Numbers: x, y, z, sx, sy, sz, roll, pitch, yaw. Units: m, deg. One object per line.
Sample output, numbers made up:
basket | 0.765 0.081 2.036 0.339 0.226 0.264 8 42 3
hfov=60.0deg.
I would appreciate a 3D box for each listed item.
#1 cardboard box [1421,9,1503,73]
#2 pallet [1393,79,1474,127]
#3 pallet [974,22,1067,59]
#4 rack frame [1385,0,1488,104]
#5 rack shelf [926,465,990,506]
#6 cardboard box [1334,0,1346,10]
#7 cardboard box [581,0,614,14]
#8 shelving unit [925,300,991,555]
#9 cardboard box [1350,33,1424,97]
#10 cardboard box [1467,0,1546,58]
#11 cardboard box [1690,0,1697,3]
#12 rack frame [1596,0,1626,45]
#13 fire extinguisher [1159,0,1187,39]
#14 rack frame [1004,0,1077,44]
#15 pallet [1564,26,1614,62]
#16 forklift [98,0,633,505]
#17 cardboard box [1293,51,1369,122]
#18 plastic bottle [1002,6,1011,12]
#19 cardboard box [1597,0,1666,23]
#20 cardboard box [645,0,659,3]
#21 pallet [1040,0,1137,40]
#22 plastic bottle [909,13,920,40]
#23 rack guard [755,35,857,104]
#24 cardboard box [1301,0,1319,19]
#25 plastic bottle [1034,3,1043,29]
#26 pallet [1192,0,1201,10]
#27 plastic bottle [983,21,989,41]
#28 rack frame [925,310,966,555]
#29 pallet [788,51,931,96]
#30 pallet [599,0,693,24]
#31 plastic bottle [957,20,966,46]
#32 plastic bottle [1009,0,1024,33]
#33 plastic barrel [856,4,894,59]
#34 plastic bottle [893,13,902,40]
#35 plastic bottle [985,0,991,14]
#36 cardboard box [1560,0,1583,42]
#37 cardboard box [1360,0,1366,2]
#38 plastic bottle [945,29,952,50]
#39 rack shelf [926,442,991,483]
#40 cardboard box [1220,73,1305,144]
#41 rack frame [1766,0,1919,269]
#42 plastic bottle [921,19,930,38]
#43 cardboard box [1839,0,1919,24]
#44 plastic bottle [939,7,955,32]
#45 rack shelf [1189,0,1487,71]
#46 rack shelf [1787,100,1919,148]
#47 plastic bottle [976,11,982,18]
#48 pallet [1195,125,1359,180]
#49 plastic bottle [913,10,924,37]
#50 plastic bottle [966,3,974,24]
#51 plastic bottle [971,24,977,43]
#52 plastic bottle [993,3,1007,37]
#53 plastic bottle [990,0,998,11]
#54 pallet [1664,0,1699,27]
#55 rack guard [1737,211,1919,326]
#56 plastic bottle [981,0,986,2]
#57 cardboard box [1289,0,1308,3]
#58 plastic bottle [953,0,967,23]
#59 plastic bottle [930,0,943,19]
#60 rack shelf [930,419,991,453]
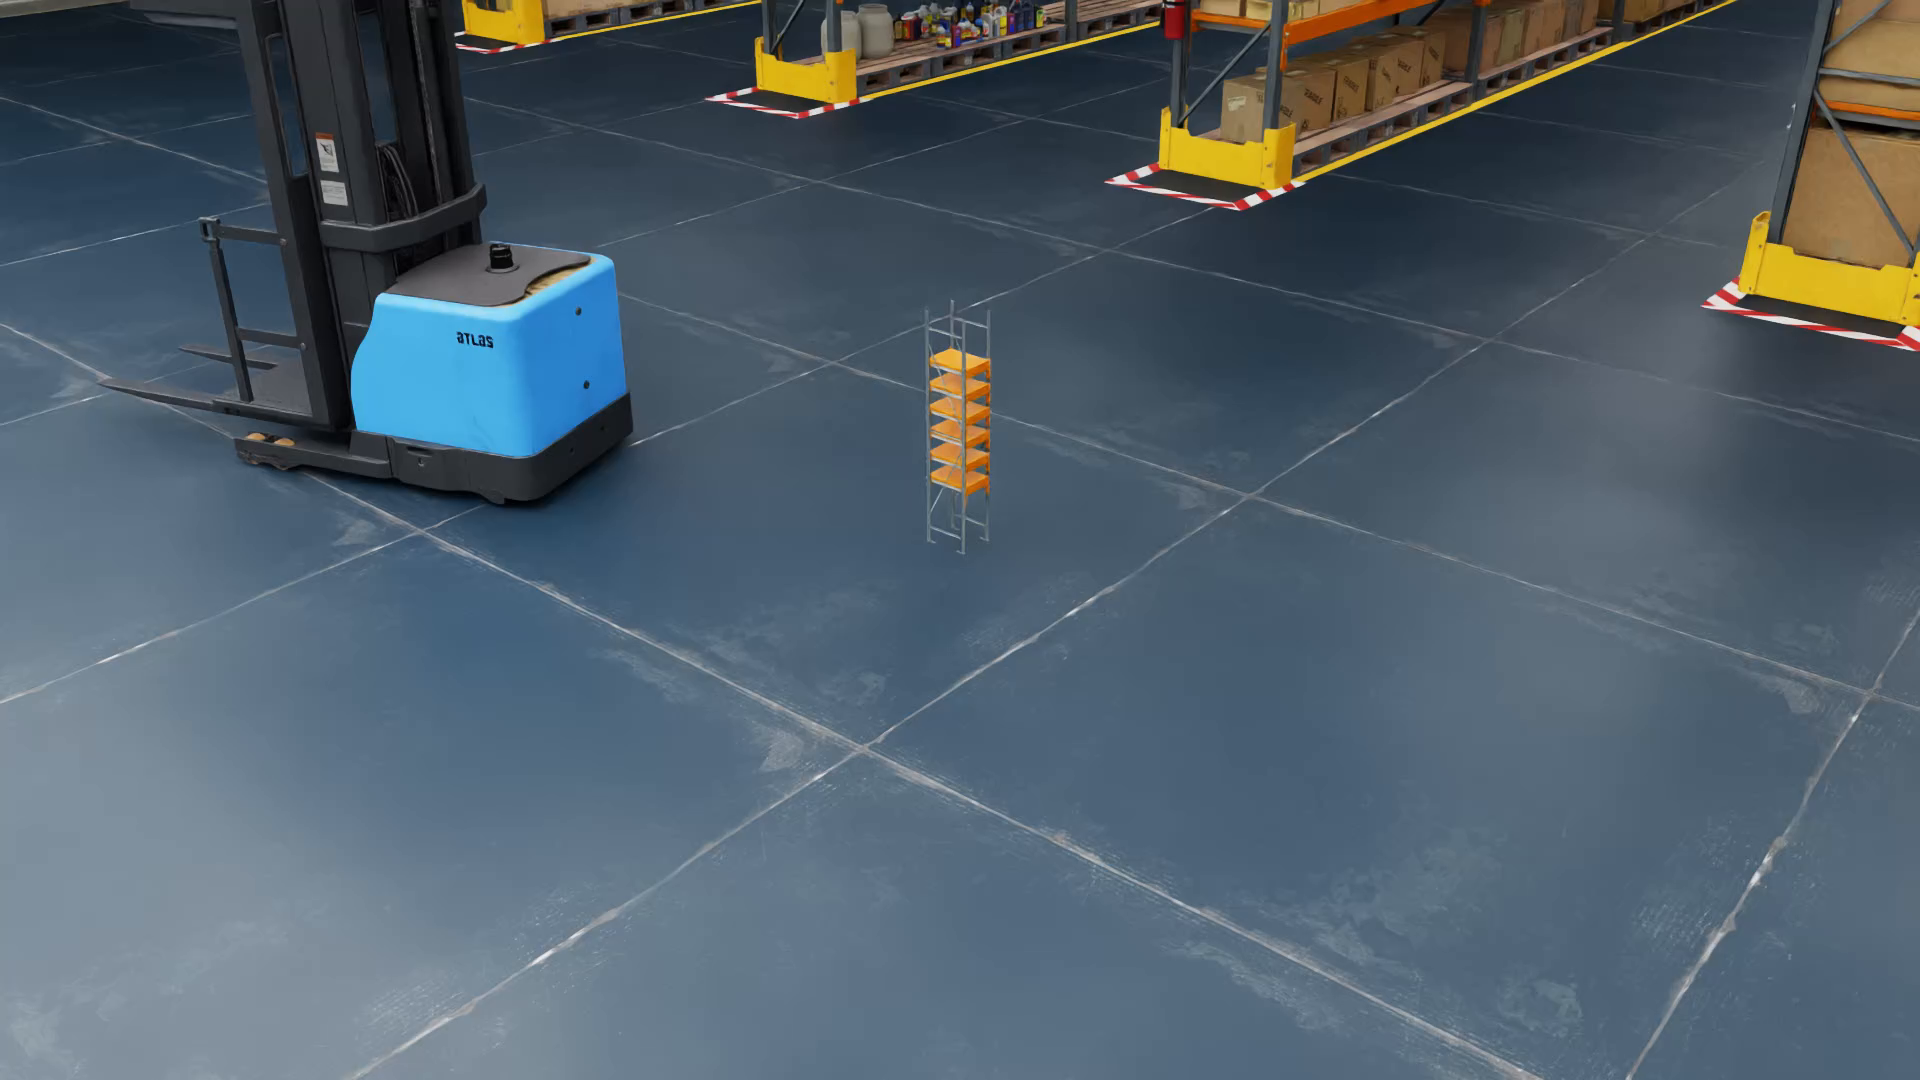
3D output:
cardboard box | 5.175 -5.171 17.223 0.700 0.500 0.500 18 32 31
pallet | 4.368 -4.387 16.501 1.003 0.211 1.213 21 34 34
pallet | 0.487 -5.857 19.343 1.003 0.211 1.213 21 34 34
rack frame | 4.768 -5.874 16.341 1.000 3.000 0.127 21 34 34
rack shelf | -0.009 -0.275 8.095 0.258 0.103 0.180 21 34 34
cardboard box | 3.076 -4.638 14.224 0.380 0.149 0.250 21 34 34
cardboard box | -4.590 -6.621 20.320 0.500 0.250 0.500 21 34 34
shelving unit | -0.009 -0.528 7.964 0.258 1.200 0.189 21 34 34
cardboard box | 4.124 -4.615 16.170 0.500 0.500 0.500 -16 31 -28
cardboard box | 5.849 -5.533 17.923 0.700 0.500 0.500 18 32 30
cardboard box | 8.897 -7.404 21.153 1.225 0.875 0.875 19 33 33
rack frame | 7.312 -7.293 19.082 1.000 3.000 0.127 21 34 34
fire extinguisher | 1.795 -4.516 13.799 0.296 0.674 0.183 21 34 34
rack frame | 0.946 -7.322 19.139 1.000 3.000 0.127 21 34 34
pallet | 6.814 -5.777 19.188 1.003 0.211 1.213 21 34 34
forklift | -3.392 -1.896 8.726 3.031 2.935 1.130 10 29 18
cardboard box | 3.400 -4.187 15.343 0.500 0.500 0.500 25 36 39
plastic bottle | 0.507 -5.961 18.994 0.152 0.276 0.135 21 34 34
cardboard box | 7.767 -6.774 19.935 1.225 0.875 0.875 19 33 32
cardboard box | -3.950 -6.974 21.003 0.500 0.250 0.500 21 34 34
pallet | 1.416 -6.373 20.340 1.003 0.211 1.213 21 34 34
plastic bottle | -0.504 -5.722 18.524 0.061 0.283 0.133 21 34 34
rack guard | -1.586 -4.834 17.051 1.175 0.500 0.348 21 34 34
cardboard box | 2.763 -4.459 13.878 0.380 0.149 0.250 21 34 34
plastic bottle | 0.895 -6.044 19.146 0.061 0.283 0.133 23 35 37
pallet | 2.968 -7.238 22.012 1.003 0.211 1.213 21 34 34
plastic bottle | 0.271 -5.673 18.518 0.097 0.201 0.097 0 27 0
rack frame | -0.067 -0.495 7.902 0.240 1.200 0.006 21 34 34
pallet | -1.065 -4.992 17.671 1.003 0.211 1.213 21 34 34
pallet | -4.188 -6.828 21.219 1.003 0.211 1.213 21 34 34
plastic bottle | 0.014 -5.561 18.225 0.097 0.271 0.097 0 27 0
plastic bottle | 0.637 -5.960 18.911 0.144 0.351 0.185 19 33 32
plastic barrel | -0.920 -5.419 17.710 0.421 0.512 0.421 0 27 0
plastic bottle | -0.708 -5.719 18.517 0.061 0.283 0.133 22 34 36
plastic bottle | 0.303 -6.172 19.394 0.061 0.283 0.133 21 34 34
cardboard box | 6.559 -5.934 18.698 0.700 0.500 0.500 18 32 30
cardboard box | 3.379 -4.821 14.578 0.380 0.149 0.250 21 34 34
plastic bottle | -0.139 -5.445 18.077 0.097 0.201 0.097 0 27 0
rack shelf | -0.009 -0.382 8.040 0.258 0.103 0.180 21 34 34
cardboard box | 2.634 -3.749 14.496 0.500 0.500 0.500 -21 34 -35
rack frame | 5.987 -2.971 10.728 1.000 3.000 0.127 21 34 34
plastic bottle | -0.390 -5.736 18.640 0.097 0.201 0.097 0 27 0
cardboard box | 6.253 -3.637 10.678 0.875 0.550 0.550 21 34 34
plastic bottle | -0.148 -5.891 18.858 0.152 0.276 0.135 21 34 34
rack shelf | 3.496 -4.846 15.135 1.077 0.370 4.000 21 34 34
rack shelf | 7.259 -3.360 12.264 1.077 0.370 4.000 21 34 34
plastic bottle | 0.242 -5.790 18.656 0.061 0.283 0.133 21 34 34
pallet | 2.816 -3.522 14.829 1.003 0.211 1.213 21 34 34
plastic bottle | -0.499 -5.799 18.681 0.152 0.276 0.135 20 33 33
plastic bottle | 0.113 -6.054 19.178 0.097 0.271 0.097 0 27 0
plastic bottle | 0.140 -5.600 18.377 0.097 0.201 0.097 0 27 0
plastic bottle | 0.431 -5.846 18.689 0.144 0.351 0.185 21 34 34
plastic bottle | 0.405 -6.321 19.694 0.097 0.271 0.097 0 27 0
pallet | 8.648 -6.742 21.053 1.003 0.211 1.213 21 34 34
rack guard | 5.971 -1.852 11.286 1.175 0.500 0.348 21 34 34
plastic bottle | 0.221 -6.200 19.456 0.152 0.276 0.135 22 35 36
cardboard box | 2.595 -4.820 13.869 0.875 0.500 0.500 21 34 34
plastic bottle | -0.008 -6.109 19.198 0.144 0.351 0.185 19 33 32
plastic bottle | -0.278 -5.958 18.907 0.144 0.351 0.185 20 34 34
rack shelf | -0.009 -0.488 7.985 0.258 0.103 0.180 21 34 34
